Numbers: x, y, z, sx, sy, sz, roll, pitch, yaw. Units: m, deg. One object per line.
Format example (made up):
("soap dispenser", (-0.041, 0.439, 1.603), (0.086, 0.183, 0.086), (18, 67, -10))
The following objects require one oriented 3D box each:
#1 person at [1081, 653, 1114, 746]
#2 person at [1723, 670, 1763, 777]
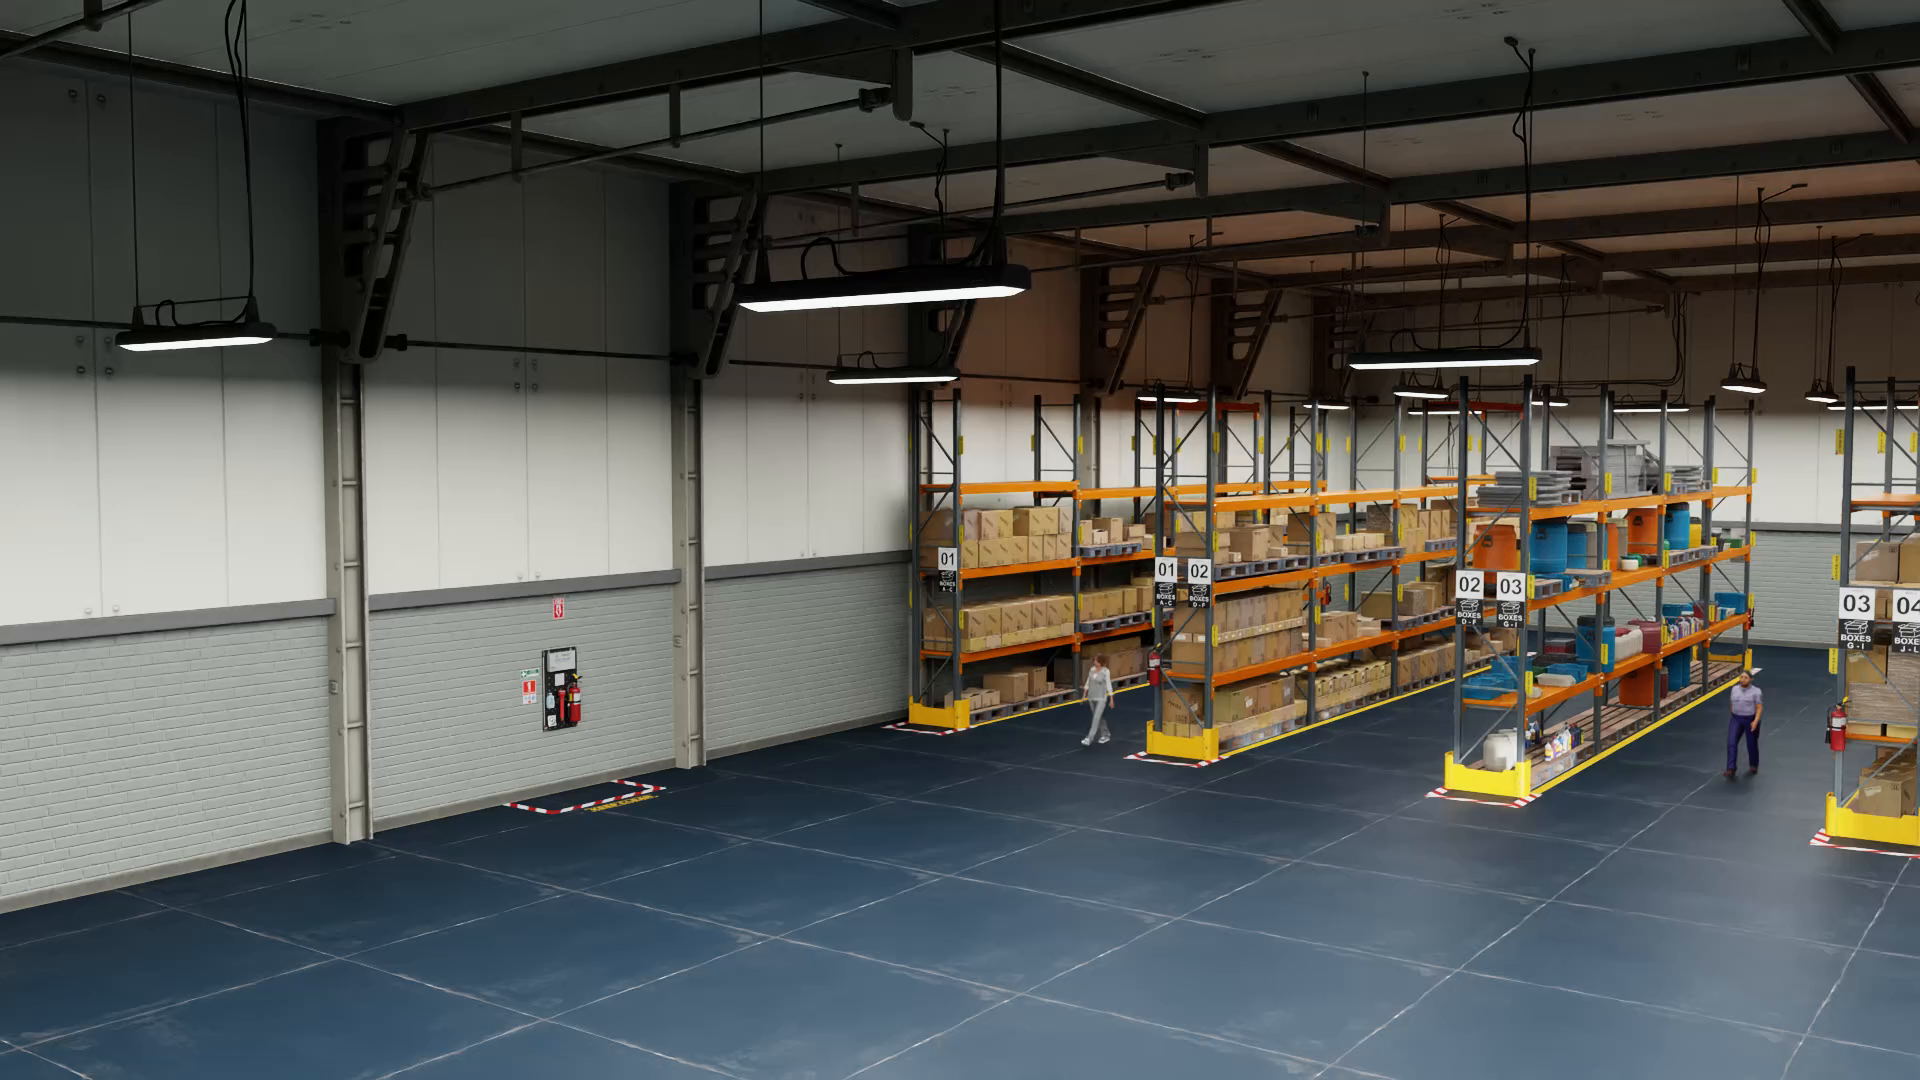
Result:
("person", (2.225, 2.646, 27.536), (0.447, 1.535, 0.987), (3, 4, 44))
("person", (11.848, 2.869, 25.101), (0.486, 1.366, 0.969), (2, 4, 37))
